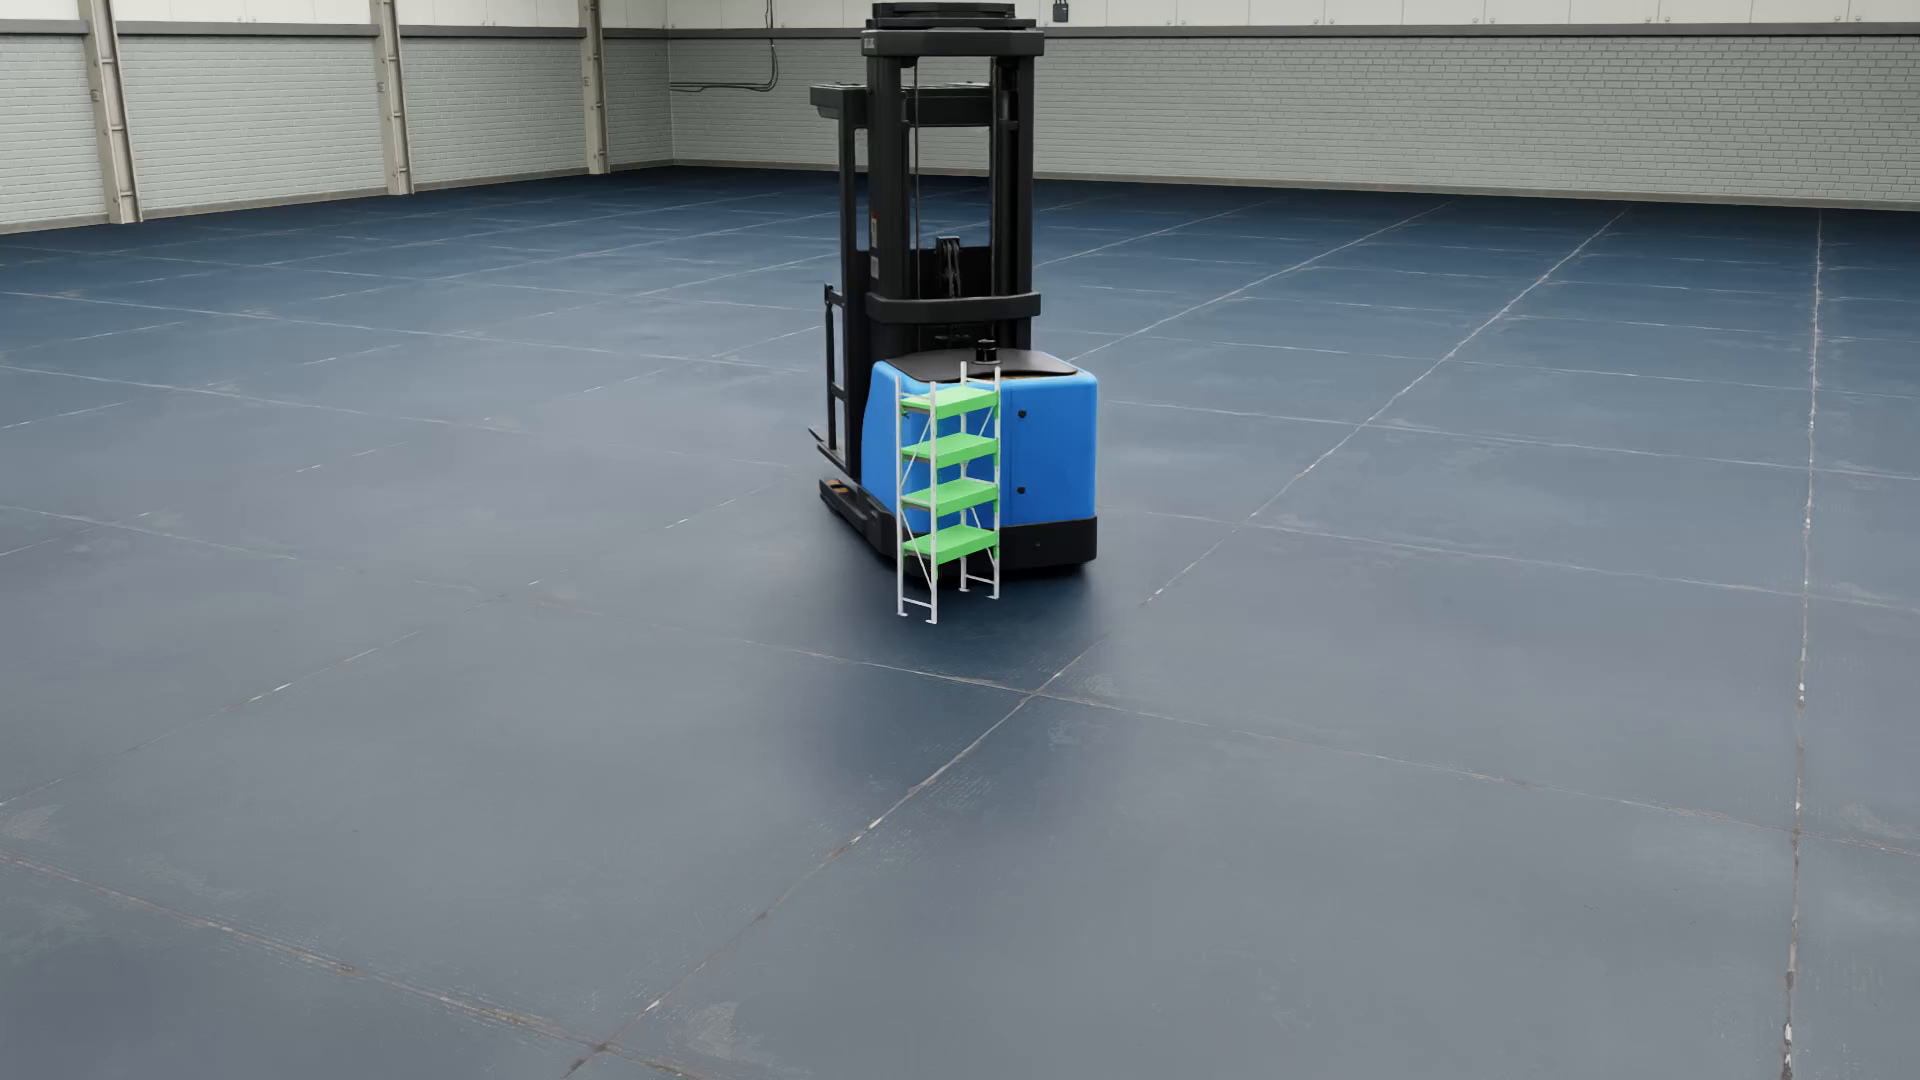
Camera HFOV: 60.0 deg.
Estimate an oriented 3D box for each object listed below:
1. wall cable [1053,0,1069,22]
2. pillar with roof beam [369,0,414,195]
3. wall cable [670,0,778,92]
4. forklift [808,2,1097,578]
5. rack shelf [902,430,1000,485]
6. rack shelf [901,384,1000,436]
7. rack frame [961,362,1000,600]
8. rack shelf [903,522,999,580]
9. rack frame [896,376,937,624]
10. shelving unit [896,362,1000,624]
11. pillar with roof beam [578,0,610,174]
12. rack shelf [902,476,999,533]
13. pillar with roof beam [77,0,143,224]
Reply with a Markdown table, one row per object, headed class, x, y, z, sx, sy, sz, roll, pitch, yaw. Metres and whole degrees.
| class | x | y | z | sx | sy | sz | roll | pitch | yaw |
| --- | --- | --- | --- | --- | --- | --- | --- | --- | --- |
| wall cable | 2.965 | -13.468 | 33.089 | 2.305 | 6.003 | 0.169 | 8 | 18 | 25 |
| pillar with roof beam | -6.850 | -10.391 | 28.704 | 9.100 | 9.000 | 0.400 | 8 | 18 | 25 |
| wall cable | -5.521 | -11.561 | 38.096 | 3.097 | 2.526 | 0.112 | 8 | 18 | 25 |
| forklift | -0.223 | -1.587 | 9.718 | 1.130 | 2.935 | 3.031 | -6 | 17 | -18 |
| rack shelf | -0.055 | -0.409 | 8.177 | 0.258 | 0.148 | 0.480 | 13 | 21 | 38 |
| rack shelf | -0.055 | -0.639 | 8.108 | 0.258 | 0.148 | 0.480 | 13 | 21 | 38 |
| rack frame | 0.102 | -0.294 | 8.406 | 0.240 | 1.200 | 0.015 | 13 | 21 | 38 |
| rack shelf | -0.055 | 0.051 | 8.313 | 0.258 | 0.148 | 0.480 | 13 | 21 | 38 |
| rack frame | -0.211 | -0.187 | 8.047 | 0.240 | 1.200 | 0.015 | 13 | 21 | 38 |
| shelving unit | -0.055 | -0.240 | 8.227 | 0.258 | 1.200 | 0.503 | 13 | 21 | 38 |
| pillar with roof beam | -4.169 | -11.919 | 33.850 | 9.100 | 9.000 | 0.400 | 8 | 18 | 25 |
| rack shelf | -0.055 | -0.179 | 8.245 | 0.258 | 0.148 | 0.480 | 13 | 21 | 38 |
| pillar with roof beam | -9.531 | -8.863 | 23.559 | 9.100 | 9.000 | 0.400 | 8 | 18 | 25 |
